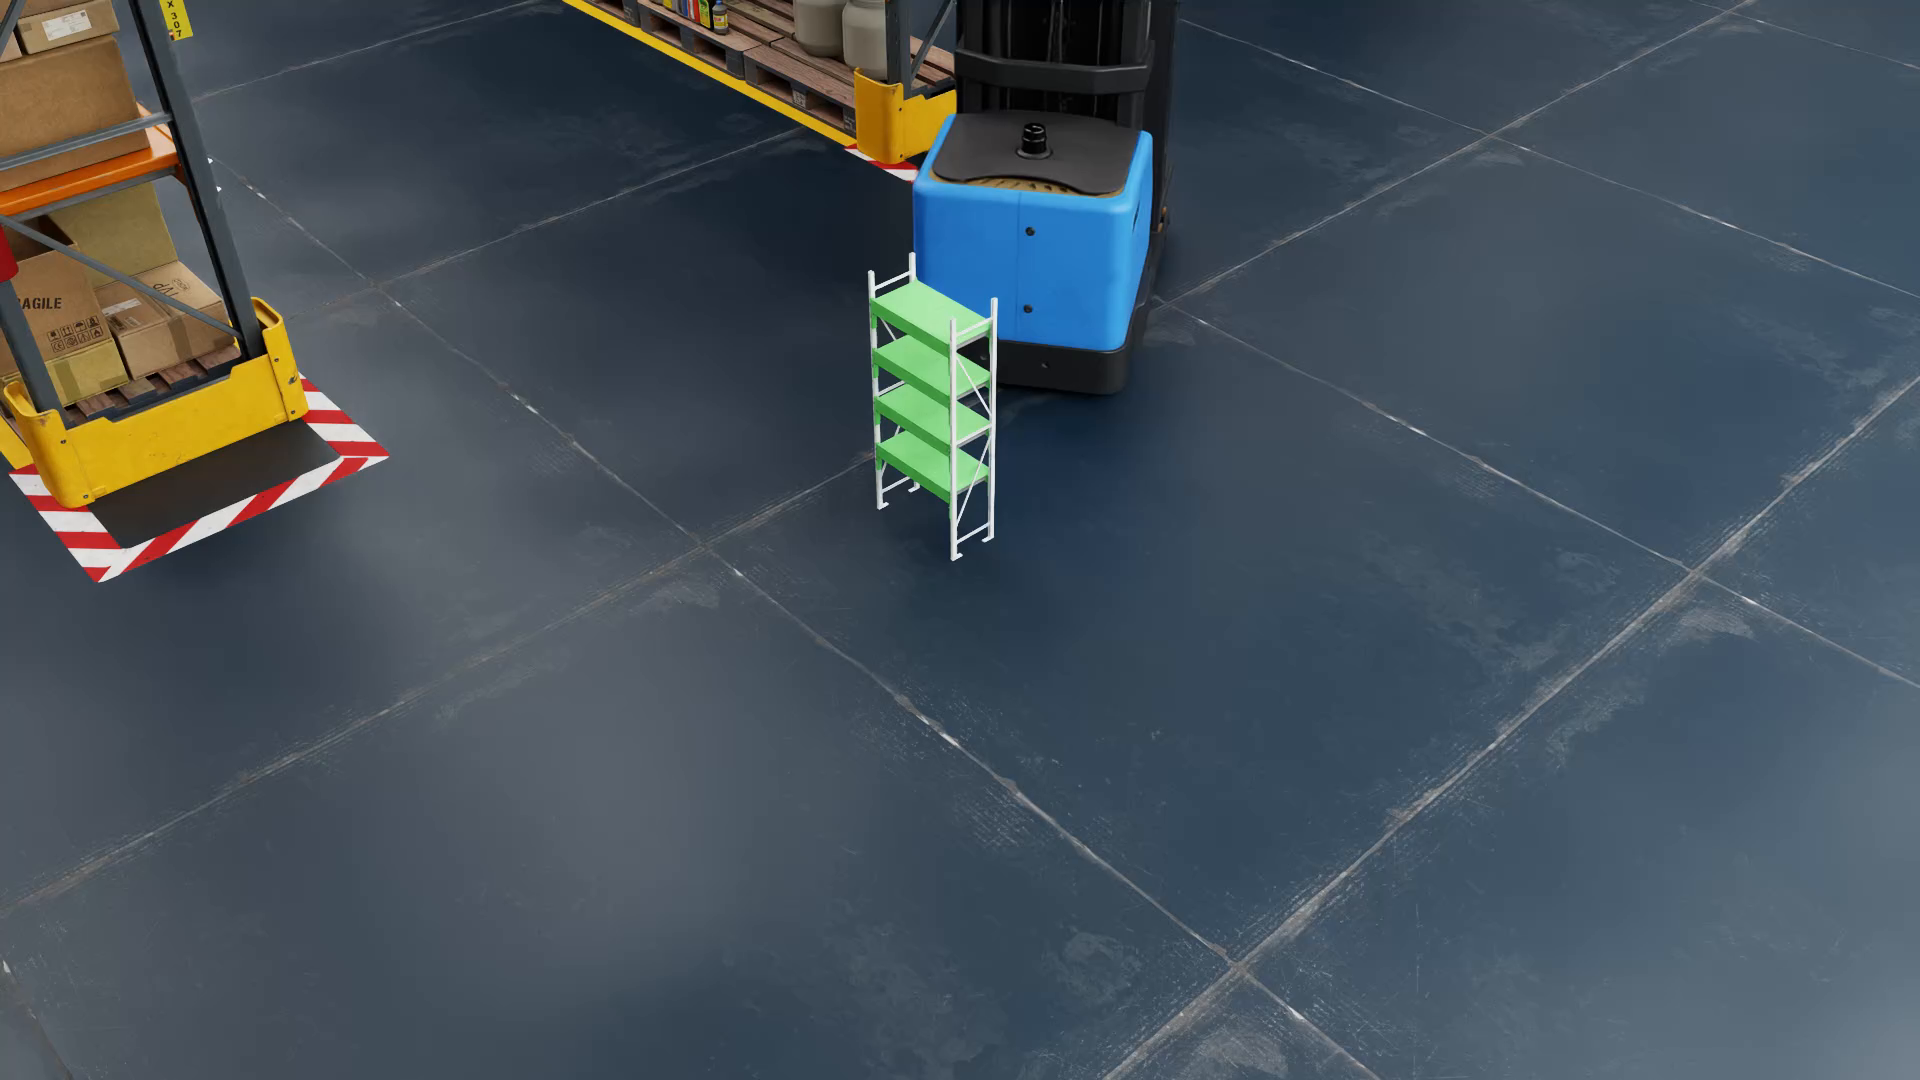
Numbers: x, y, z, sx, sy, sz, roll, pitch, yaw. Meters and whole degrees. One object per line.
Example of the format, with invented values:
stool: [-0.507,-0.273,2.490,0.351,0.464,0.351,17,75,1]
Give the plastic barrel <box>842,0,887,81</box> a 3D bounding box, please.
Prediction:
plastic barrel: [-0.529,-3.200,10.470,0.421,0.512,0.421,0,39,0]

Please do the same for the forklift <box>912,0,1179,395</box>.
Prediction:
forklift: [0.572,-2.770,8.346,1.130,2.935,3.031,8,40,9]

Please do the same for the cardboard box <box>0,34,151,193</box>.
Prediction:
cardboard box: [-3.985,-1.889,7.122,0.700,0.500,0.500,-30,48,-32]

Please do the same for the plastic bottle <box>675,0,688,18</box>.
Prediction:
plastic bottle: [-1.837,-3.700,11.261,0.152,0.276,0.135,-31,48,-33]

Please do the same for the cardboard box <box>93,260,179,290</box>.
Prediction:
cardboard box: [-4.219,-1.295,8.321,0.500,0.250,0.500,-30,48,-32]

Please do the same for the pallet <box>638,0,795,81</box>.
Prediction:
pallet: [-1.480,-3.605,11.546,1.003,0.211,1.213,-30,48,-32]

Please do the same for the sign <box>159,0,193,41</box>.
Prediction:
sign: [-3.266,-2.230,6.871,0.100,0.325,0.005,-30,48,-32]

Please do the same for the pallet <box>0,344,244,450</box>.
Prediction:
pallet: [-4.227,-0.880,8.172,1.003,0.211,1.213,-30,48,-32]

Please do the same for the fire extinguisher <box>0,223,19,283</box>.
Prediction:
fire extinguisher: [-3.941,-1.347,6.592,0.296,0.674,0.183,-30,48,-32]

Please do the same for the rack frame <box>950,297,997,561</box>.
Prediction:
rack frame: [0.053,-0.430,6.828,0.240,1.200,0.015,-30,48,-32]

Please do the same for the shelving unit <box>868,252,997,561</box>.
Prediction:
shelving unit: [-0.112,-0.543,6.968,0.258,1.200,0.503,-30,48,-32]

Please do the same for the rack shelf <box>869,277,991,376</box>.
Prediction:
rack shelf: [-0.112,-0.867,6.706,0.258,0.148,0.480,-30,48,-32]

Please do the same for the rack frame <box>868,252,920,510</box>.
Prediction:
rack frame: [-0.277,-0.656,7.108,0.240,1.200,0.015,-30,48,-32]

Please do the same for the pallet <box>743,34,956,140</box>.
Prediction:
pallet: [-0.659,-3.041,10.847,1.003,0.211,1.213,-30,48,-32]

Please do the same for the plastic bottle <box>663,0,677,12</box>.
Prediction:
plastic bottle: [-1.952,-3.804,11.331,0.144,0.351,0.185,-28,47,-30]

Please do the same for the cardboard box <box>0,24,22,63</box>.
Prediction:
cardboard box: [-4.078,-2.016,6.763,0.380,0.149,0.250,-31,48,-32]

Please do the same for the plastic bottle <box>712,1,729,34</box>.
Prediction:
plastic bottle: [-1.593,-3.478,11.047,0.097,0.201,0.097,0,39,0]

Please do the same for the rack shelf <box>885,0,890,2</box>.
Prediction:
rack shelf: [-1.380,-4.378,10.856,1.077,0.370,4.000,-30,48,-32]

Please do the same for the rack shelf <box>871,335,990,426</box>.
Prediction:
rack shelf: [-0.112,-0.680,6.857,0.258,0.148,0.480,-30,48,-32]

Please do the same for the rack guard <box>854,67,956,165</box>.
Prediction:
rack guard: [-0.114,-2.775,10.288,1.175,0.500,0.348,-30,48,-32]

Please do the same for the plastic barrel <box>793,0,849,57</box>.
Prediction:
plastic barrel: [-0.868,-3.432,10.758,0.421,0.512,0.421,0,39,0]

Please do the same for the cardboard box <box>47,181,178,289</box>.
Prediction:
cardboard box: [-4.217,-1.588,8.086,0.500,0.500,0.500,-30,48,-32]

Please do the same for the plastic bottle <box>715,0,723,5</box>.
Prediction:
plastic bottle: [-1.665,-3.684,11.236,0.061,0.283,0.133,-30,48,-32]

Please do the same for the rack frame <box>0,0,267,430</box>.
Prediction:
rack frame: [-3.679,-1.629,6.880,1.000,3.000,0.127,-30,48,-32]

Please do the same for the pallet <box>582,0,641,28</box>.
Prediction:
pallet: [-2.310,-4.170,12.245,1.003,0.211,1.213,-30,48,-32]

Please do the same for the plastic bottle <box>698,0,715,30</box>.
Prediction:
plastic bottle: [-1.685,-3.557,11.078,0.061,0.283,0.133,-29,47,-31]

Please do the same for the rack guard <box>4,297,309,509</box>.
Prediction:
rack guard: [-3.663,-0.645,7.651,1.175,0.500,0.348,-30,48,-32]

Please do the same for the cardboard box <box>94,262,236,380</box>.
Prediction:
cardboard box: [-3.878,-1.065,8.036,0.500,0.250,0.500,-30,48,-32]

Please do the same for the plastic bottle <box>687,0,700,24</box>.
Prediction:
plastic bottle: [-1.743,-3.636,11.182,0.152,0.276,0.135,-30,47,-31]

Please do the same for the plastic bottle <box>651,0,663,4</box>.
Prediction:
plastic bottle: [-2.078,-3.890,11.437,0.144,0.351,0.185,-30,48,-32]

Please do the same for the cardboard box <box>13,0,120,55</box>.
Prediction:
cardboard box: [-3.786,-2.193,6.983,0.380,0.149,0.250,-30,48,-32]

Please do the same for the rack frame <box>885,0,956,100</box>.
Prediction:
rack frame: [-0.028,-3.732,9.484,1.000,3.000,0.127,-30,48,-32]

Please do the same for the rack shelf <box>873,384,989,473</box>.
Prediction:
rack shelf: [-0.112,-0.494,7.008,0.258,0.148,0.480,-30,48,-32]

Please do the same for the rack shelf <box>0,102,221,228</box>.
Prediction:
rack shelf: [-5.031,-2.275,8.252,1.077,0.370,4.000,-30,48,-32]

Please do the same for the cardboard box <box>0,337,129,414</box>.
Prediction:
cardboard box: [-4.259,-0.845,7.763,0.500,0.250,0.500,-30,48,-32]

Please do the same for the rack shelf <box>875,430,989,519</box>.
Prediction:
rack shelf: [-0.112,-0.307,7.159,0.258,0.148,0.480,-30,48,-32]

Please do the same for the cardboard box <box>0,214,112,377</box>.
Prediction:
cardboard box: [-4.261,-1.136,7.527,0.500,0.500,0.500,-30,48,-32]
